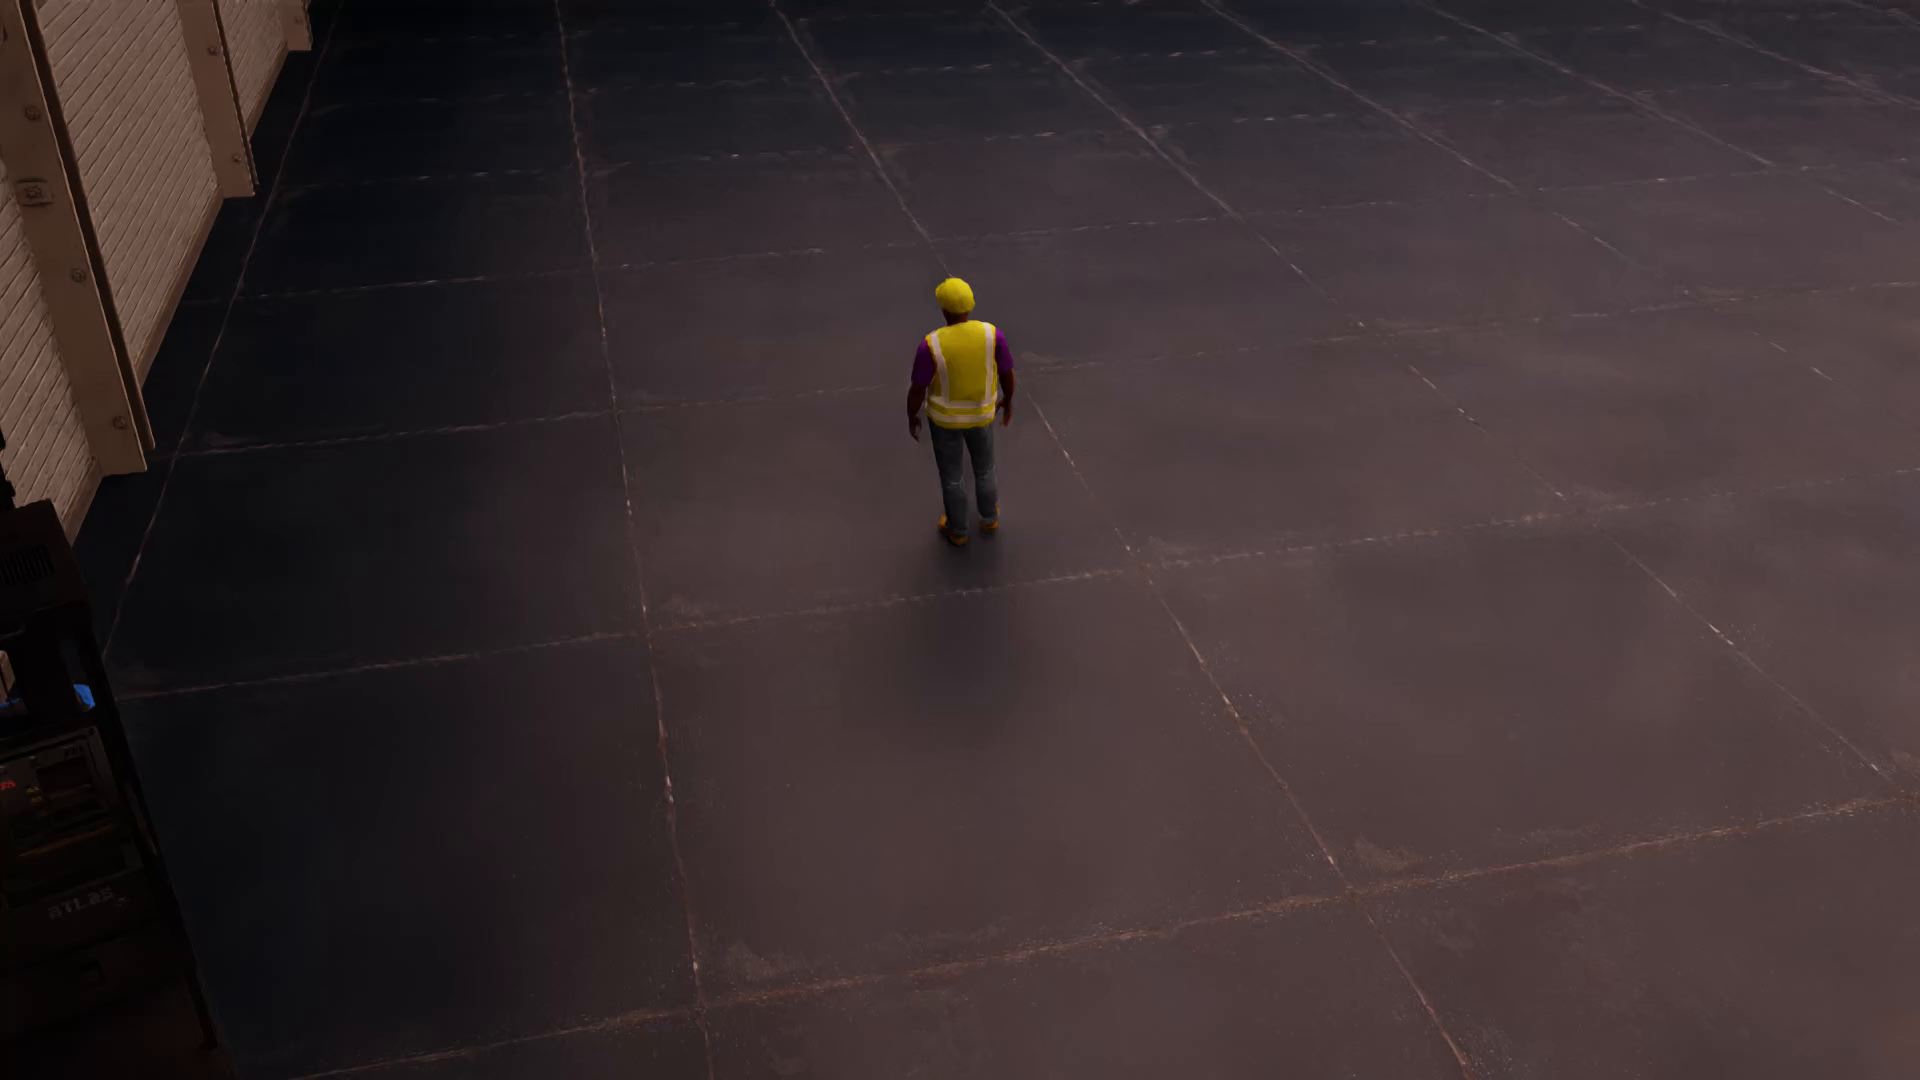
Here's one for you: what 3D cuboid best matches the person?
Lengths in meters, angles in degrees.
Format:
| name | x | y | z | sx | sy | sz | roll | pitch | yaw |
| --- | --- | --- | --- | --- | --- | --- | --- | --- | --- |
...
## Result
| name | x | y | z | sx | sy | sz | roll | pitch | yaw |
| --- | --- | --- | --- | --- | --- | --- | --- | --- | --- |
| person | -0.011 | -0.805 | 10.114 | 0.665 | 1.766 | 0.576 | -7 | 31 | -12 |

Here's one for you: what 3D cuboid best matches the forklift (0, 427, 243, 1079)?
| name | x | y | z | sx | sy | sz | roll | pitch | yaw |
| --- | --- | --- | --- | --- | --- | --- | --- | --- | --- |
| forklift | -3.443 | 1.019 | 5.815 | 1.130 | 2.935 | 3.031 | -18 | 35 | -29 |
